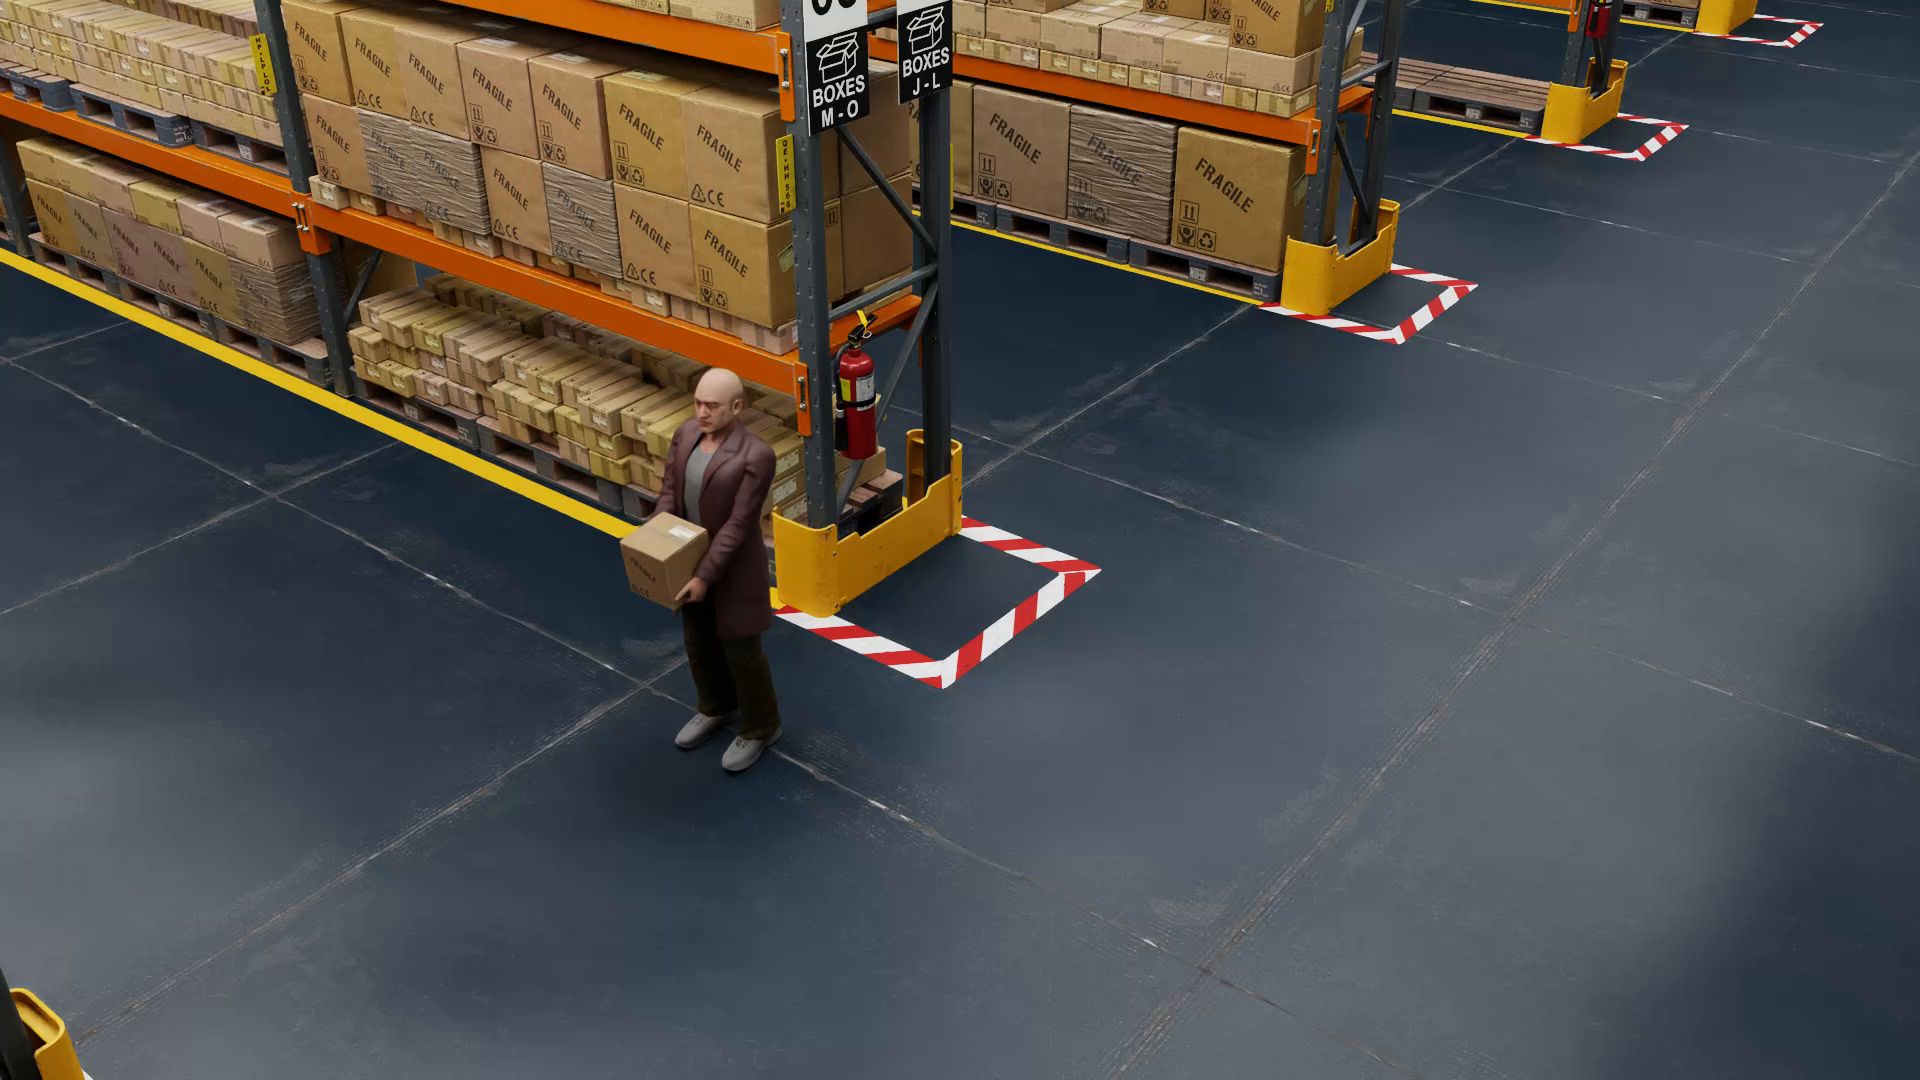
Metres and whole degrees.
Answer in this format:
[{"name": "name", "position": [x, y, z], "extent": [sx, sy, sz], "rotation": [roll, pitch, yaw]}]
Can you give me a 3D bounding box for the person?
[{"name": "person", "position": [-1.047, 0.152, 6.883], "extent": [0.542, 1.779, 0.541], "rotation": [21, 36, 31]}]
